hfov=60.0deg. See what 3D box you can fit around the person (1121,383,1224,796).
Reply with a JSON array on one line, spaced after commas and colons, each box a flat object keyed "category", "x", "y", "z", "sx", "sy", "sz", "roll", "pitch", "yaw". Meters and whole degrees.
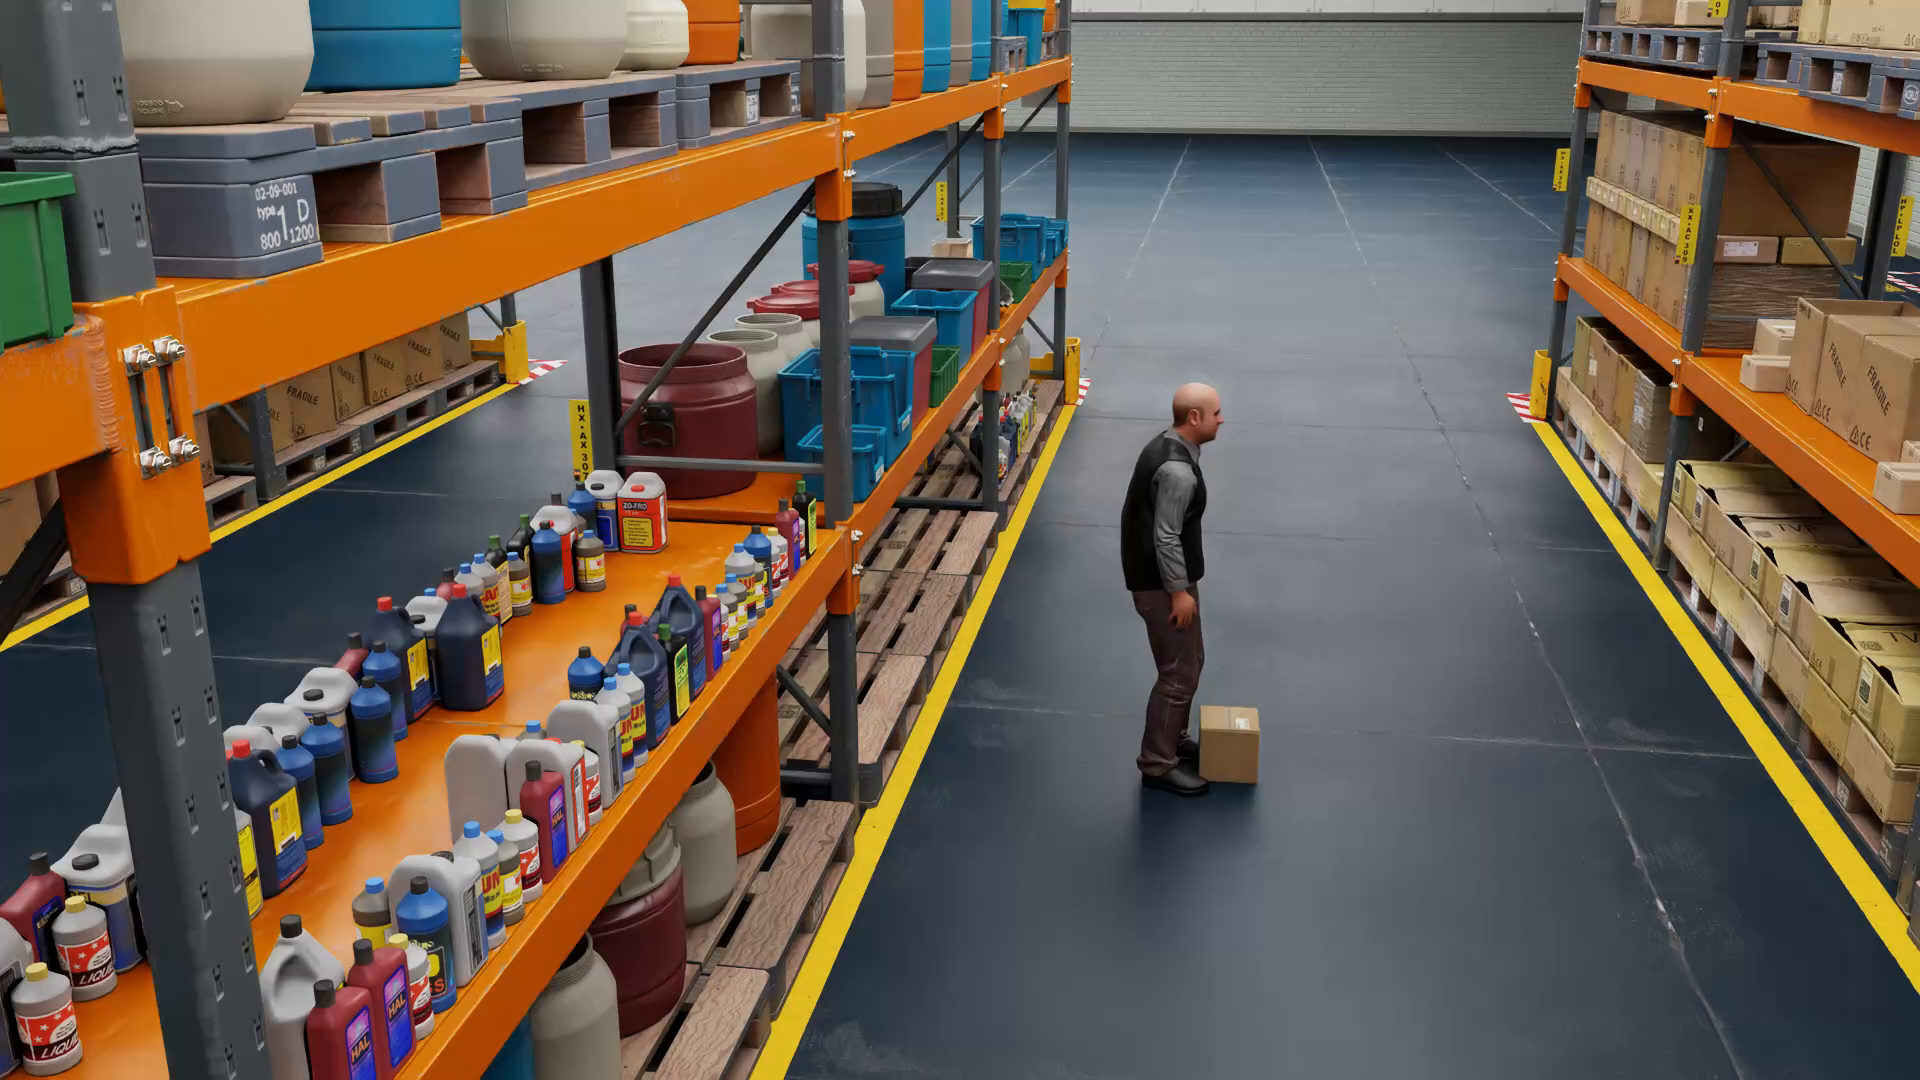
[{"category": "person", "x": 0.913, "y": 0.180, "z": 7.054, "sx": 0.474, "sy": 1.719, "sz": 0.577, "roll": 2, "pitch": 18, "yaw": 7}]
